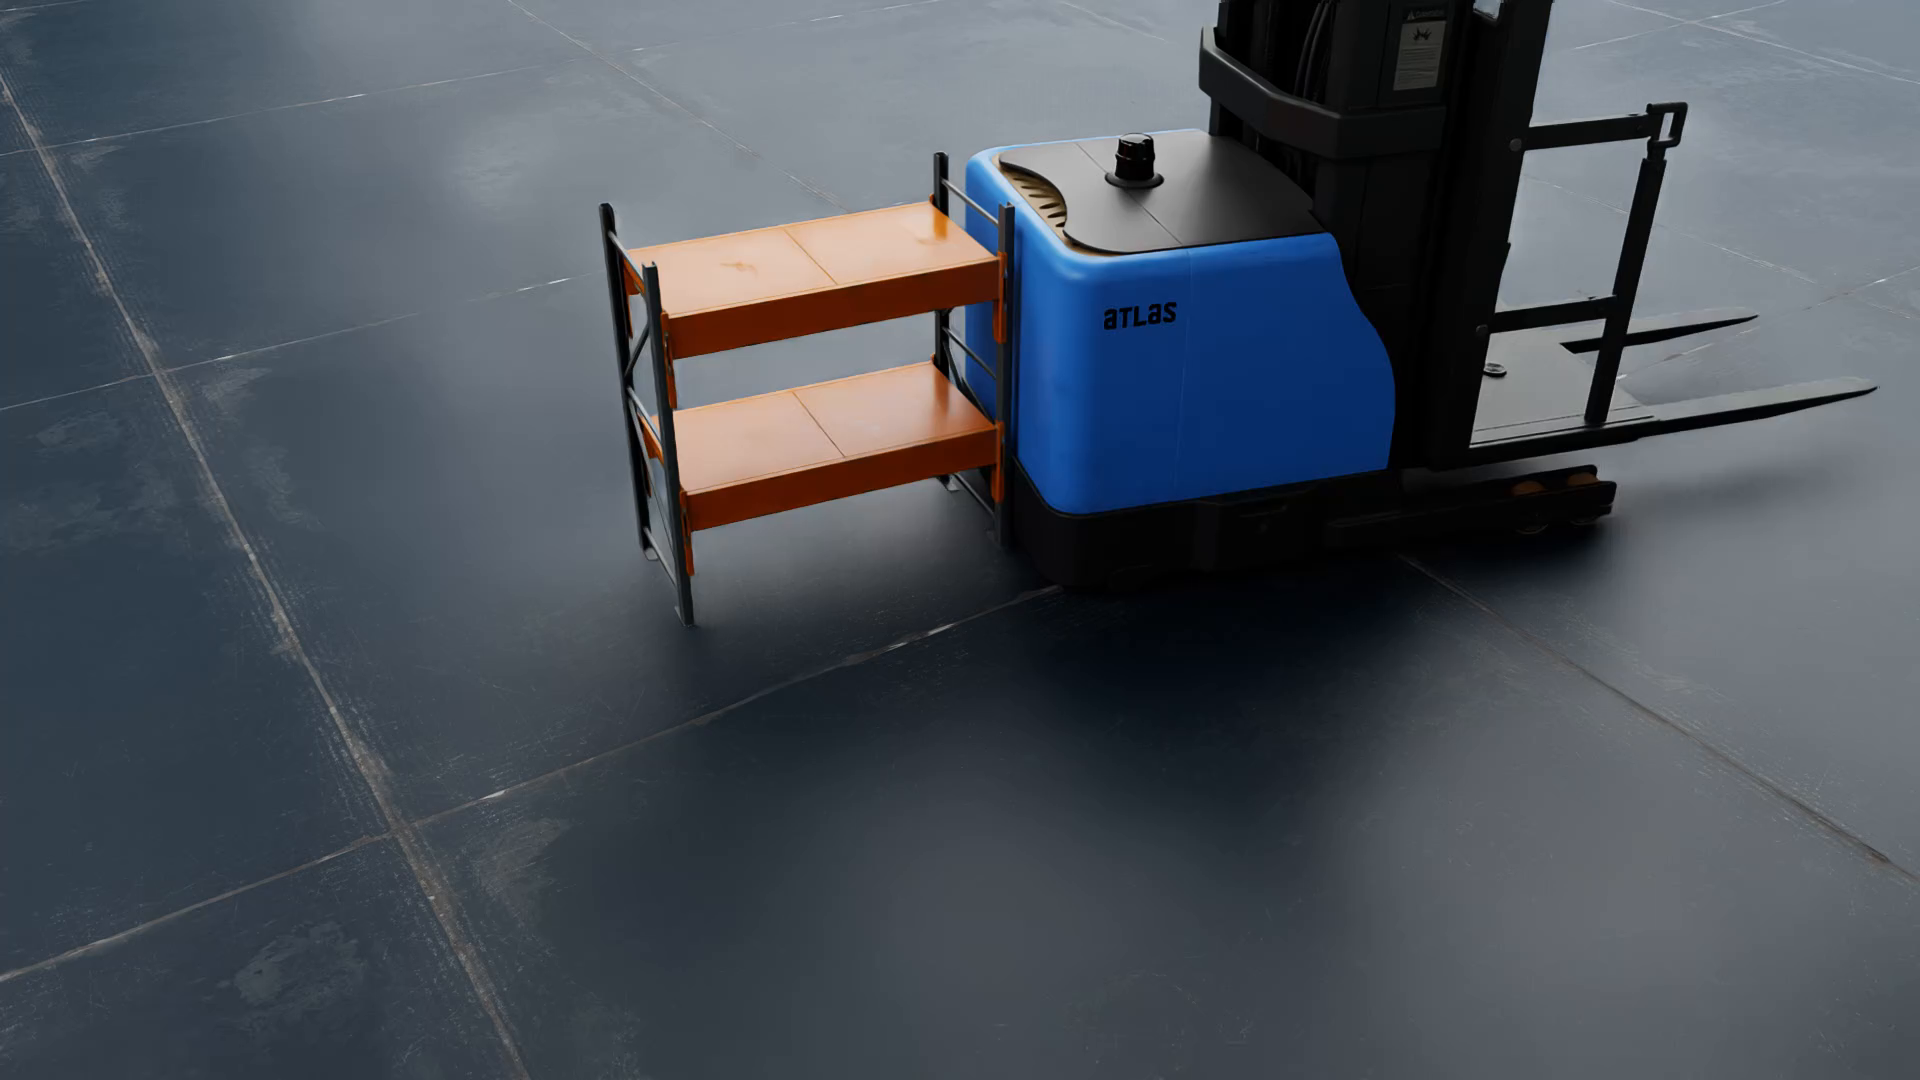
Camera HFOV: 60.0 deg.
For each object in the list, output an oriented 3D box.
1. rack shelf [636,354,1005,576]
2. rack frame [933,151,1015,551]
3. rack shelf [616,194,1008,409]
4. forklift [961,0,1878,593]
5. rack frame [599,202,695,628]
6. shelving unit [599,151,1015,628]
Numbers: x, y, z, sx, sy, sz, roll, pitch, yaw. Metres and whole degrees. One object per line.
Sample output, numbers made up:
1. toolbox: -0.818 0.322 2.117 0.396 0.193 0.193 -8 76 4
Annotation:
1. rack shelf: -0.427 -0.248 5.048 1.000 0.278 0.538 -14 35 -20
2. rack frame: 0.036 -0.567 5.094 0.032 1.125 0.500 -14 35 -20
3. rack shelf: -0.427 -0.703 4.761 1.000 0.278 0.538 -14 35 -20
4. forklift: 1.580 -1.519 4.912 3.031 2.935 1.130 -9 33 -14
5. rack frame: -0.890 -0.343 4.740 0.032 1.125 0.500 -14 35 -20
6. shelving unit: -0.427 -0.455 4.917 1.048 1.125 0.538 -14 35 -20
